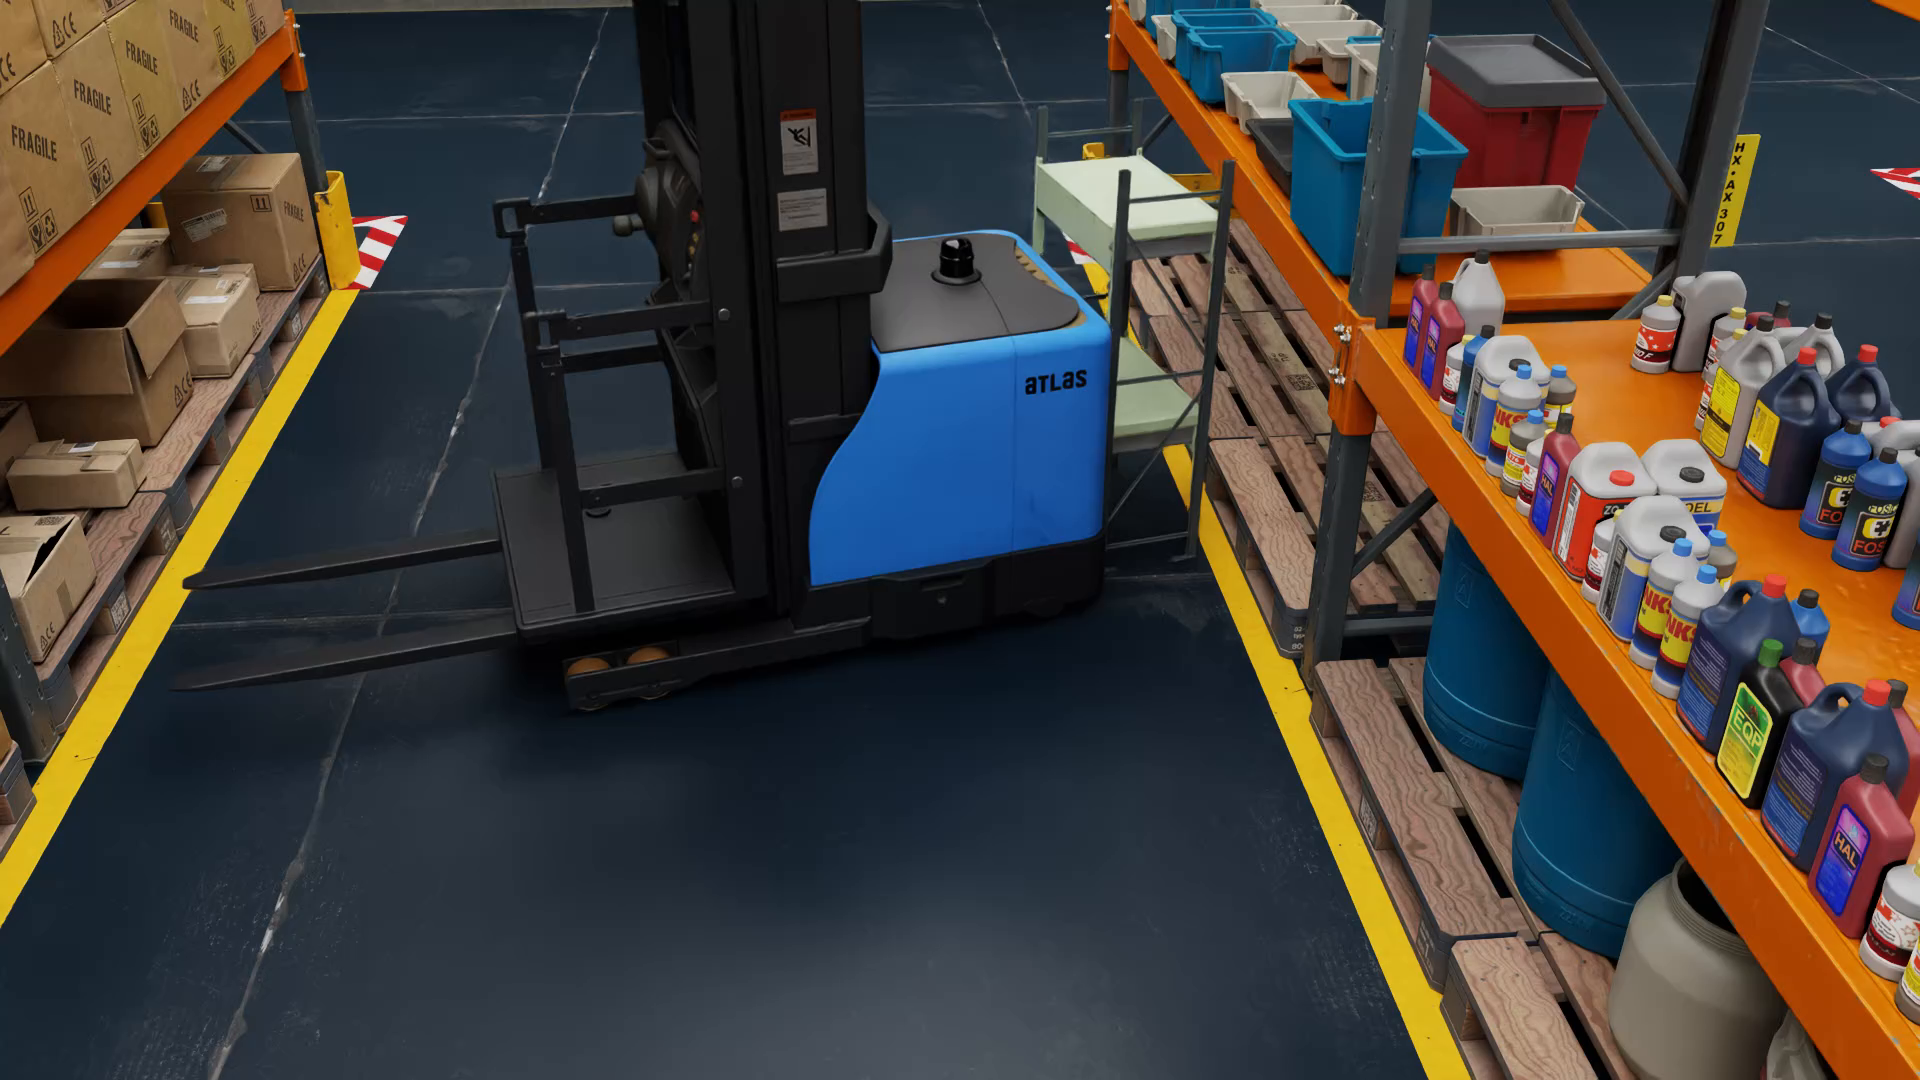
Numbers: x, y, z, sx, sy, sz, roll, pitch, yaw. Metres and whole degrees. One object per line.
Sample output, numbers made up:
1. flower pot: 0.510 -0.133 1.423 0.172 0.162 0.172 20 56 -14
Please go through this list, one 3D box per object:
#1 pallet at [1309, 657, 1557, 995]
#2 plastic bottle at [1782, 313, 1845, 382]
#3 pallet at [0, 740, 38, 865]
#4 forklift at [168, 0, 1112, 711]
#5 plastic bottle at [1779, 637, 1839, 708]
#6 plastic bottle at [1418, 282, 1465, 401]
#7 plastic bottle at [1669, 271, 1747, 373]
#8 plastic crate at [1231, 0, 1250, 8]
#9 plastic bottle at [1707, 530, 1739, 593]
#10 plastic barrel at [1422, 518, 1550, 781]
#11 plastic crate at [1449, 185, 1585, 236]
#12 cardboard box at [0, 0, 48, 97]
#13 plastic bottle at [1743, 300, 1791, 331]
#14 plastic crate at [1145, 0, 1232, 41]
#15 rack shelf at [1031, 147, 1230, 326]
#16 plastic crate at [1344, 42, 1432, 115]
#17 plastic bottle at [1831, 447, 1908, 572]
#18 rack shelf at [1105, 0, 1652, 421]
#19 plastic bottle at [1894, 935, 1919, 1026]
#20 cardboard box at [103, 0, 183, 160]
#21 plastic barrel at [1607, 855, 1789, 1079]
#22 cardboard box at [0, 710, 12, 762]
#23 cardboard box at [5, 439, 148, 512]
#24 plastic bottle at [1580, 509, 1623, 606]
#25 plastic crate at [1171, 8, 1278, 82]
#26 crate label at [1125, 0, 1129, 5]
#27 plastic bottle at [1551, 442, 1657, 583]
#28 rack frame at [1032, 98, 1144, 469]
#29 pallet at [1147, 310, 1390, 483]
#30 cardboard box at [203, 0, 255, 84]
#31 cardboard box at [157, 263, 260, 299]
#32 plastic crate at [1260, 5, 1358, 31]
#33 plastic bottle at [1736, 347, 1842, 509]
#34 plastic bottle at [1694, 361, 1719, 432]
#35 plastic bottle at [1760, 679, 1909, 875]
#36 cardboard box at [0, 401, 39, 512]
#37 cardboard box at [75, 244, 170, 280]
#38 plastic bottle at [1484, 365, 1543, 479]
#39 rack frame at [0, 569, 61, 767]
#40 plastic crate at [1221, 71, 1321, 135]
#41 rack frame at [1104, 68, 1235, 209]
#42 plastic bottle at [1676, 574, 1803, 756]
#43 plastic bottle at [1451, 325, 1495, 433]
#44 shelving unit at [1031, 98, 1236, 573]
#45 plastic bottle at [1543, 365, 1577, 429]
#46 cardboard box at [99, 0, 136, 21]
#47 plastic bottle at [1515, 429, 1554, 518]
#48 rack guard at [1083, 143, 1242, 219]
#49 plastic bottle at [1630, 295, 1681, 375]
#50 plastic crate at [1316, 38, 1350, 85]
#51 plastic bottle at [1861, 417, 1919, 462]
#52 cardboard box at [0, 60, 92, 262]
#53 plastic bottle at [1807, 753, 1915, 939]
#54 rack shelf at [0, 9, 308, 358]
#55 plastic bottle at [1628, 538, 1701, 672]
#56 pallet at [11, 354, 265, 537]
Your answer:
1. pallet: 1.659 0.752 4.785 1.003 0.211 1.213 -3 31 -5
2. plastic bottle: 2.040 -0.366 3.986 0.144 0.351 0.185 -3 31 -5
3. pallet: -3.190 1.005 4.362 1.003 0.211 1.213 -3 31 -5
4. forklift: -1.071 -1.016 5.093 3.031 2.935 1.130 -10 32 -16
5. plastic bottle: 1.464 0.316 2.909 0.061 0.283 0.133 -3 31 -5
6. plastic bottle: 1.251 -0.515 4.301 0.061 0.283 0.133 -3 31 -5
7. plastic bottle: 1.987 -0.602 4.454 0.152 0.276 0.135 -3 31 -5
8. plastic crate: 1.472 -2.762 7.856 0.616 0.435 0.499 -3 31 -5
9. plastic bottle: 1.523 0.075 3.394 0.097 0.201 0.097 0 31 0
10. plastic barrel: 1.663 0.158 4.697 0.600 0.901 0.708 -3 31 -5
11. plastic crate: 1.728 -0.998 5.194 0.396 0.136 0.243 -3 31 -5
12. cardboard box: -3.116 -1.595 4.923 0.500 0.500 0.500 -4 31 -6
13. plastic bottle: 2.054 -0.489 4.258 0.061 0.283 0.133 -3 31 -5
14. plastic crate: 1.012 -2.359 7.379 0.416 0.233 0.300 -3 31 -5
15. rack shelf: 0.577 -1.068 5.808 0.431 0.370 0.720 -9 32 -16
16. plastic crate: 1.670 -1.604 6.068 0.437 0.282 0.530 -3 31 -5
17. plastic bottle: 1.959 -0.072 3.571 0.097 0.271 0.097 0 31 0
18. rack shelf: 1.442 -1.553 6.627 1.077 0.370 4.000 -3 31 -5
19. plastic bottle: 1.471 0.625 2.473 0.097 0.201 0.097 0 31 0
20. cardboard box: -3.224 -1.698 6.070 0.500 0.500 0.500 -3 31 -5
21. plastic barrel: 1.693 0.979 3.702 0.421 0.512 0.421 0 31 0
22. cardboard box: -2.972 0.517 4.468 0.500 0.500 0.500 -3 31 -5
23. cardboard box: -3.218 -0.244 6.067 0.380 0.166 0.250 -3 31 -5
24. plastic bottle: 1.363 0.032 3.465 0.097 0.201 0.097 0 31 0
25. plastic crate: 1.073 -2.023 6.816 0.416 0.233 0.300 -3 31 -5
26. crate label: 0.950 -2.695 7.942 0.416 0.233 0.303 -3 31 -5
27. plastic bottle: 1.379 -0.060 3.547 0.152 0.276 0.135 -3 31 -5
28. rack frame: 0.456 -0.910 6.305 0.400 1.500 0.023 -9 32 -16
29. pallet: 1.404 -0.642 7.118 1.003 0.211 1.213 -3 31 -5
30. cardboard box: -3.312 -2.210 6.928 0.500 0.500 0.500 -2 31 -4
31. cardboard box: -3.433 -1.143 7.573 0.380 0.166 0.250 -3 31 -5
32. plastic crate: 1.524 -2.239 7.273 0.396 0.136 0.243 -3 31 -5
33. plastic bottle: 1.914 -0.265 3.816 0.144 0.351 0.185 -3 31 -5
34. plastic bottle: 1.899 -0.368 4.135 0.097 0.201 0.097 0 31 0
35. plastic bottle: 1.460 0.370 2.754 0.144 0.351 0.185 -3 31 -5
36. cardboard box: -3.709 -0.300 6.021 0.500 0.311 0.500 -3 31 -5
37. cardboard box: -3.862 -1.110 7.435 0.500 0.250 0.500 -3 31 -5
38. plastic bottle: 1.310 -0.284 3.925 0.097 0.271 0.097 0 31 0
39. rack frame: -3.303 -0.606 4.339 1.000 3.000 0.127 -3 31 -5
40. plastic crate: 1.167 -1.628 6.249 0.293 0.136 0.466 -3 31 -5
41. rack frame: 1.255 -2.883 8.152 1.000 3.000 0.127 -3 31 -5
42. plastic bottle: 1.430 0.207 3.026 0.144 0.351 0.185 -3 31 -5
43. plastic bottle: 1.289 -0.402 4.124 0.097 0.271 0.097 0 31 0
44. shelving unit: 0.571 -0.732 6.006 0.431 1.500 0.755 -9 32 -16
45. plastic bottle: 1.449 -0.330 4.071 0.097 0.201 0.097 0 31 0
46. cardboard box: -3.213 -2.121 5.804 0.500 0.500 0.500 -2 31 -3
47. plastic bottle: 1.329 -0.154 3.777 0.097 0.201 0.097 0 31 0
48. rack guard: 1.240 -1.822 8.812 1.175 0.500 0.348 -3 31 -5
49. plastic bottle: 1.865 -0.554 4.447 0.097 0.201 0.097 0 31 0
50. plastic crate: 1.621 -1.948 6.785 0.298 0.136 0.250 -3 31 -5
51. plastic bottle: 2.069 -0.158 3.710 0.152 0.276 0.135 -3 31 -5
52. cardboard box: -3.131 -1.183 5.208 0.500 0.500 0.500 -2 31 -4
53. plastic bottle: 1.433 0.482 2.632 0.061 0.283 0.133 -3 31 -5
54. rack shelf: -3.490 -1.318 6.233 1.077 0.370 4.000 -3 31 -5
55. plastic bottle: 1.384 0.121 3.249 0.097 0.271 0.097 0 31 0
56. pallet: -3.484 -0.383 6.686 1.003 0.211 1.213 -3 31 -5
